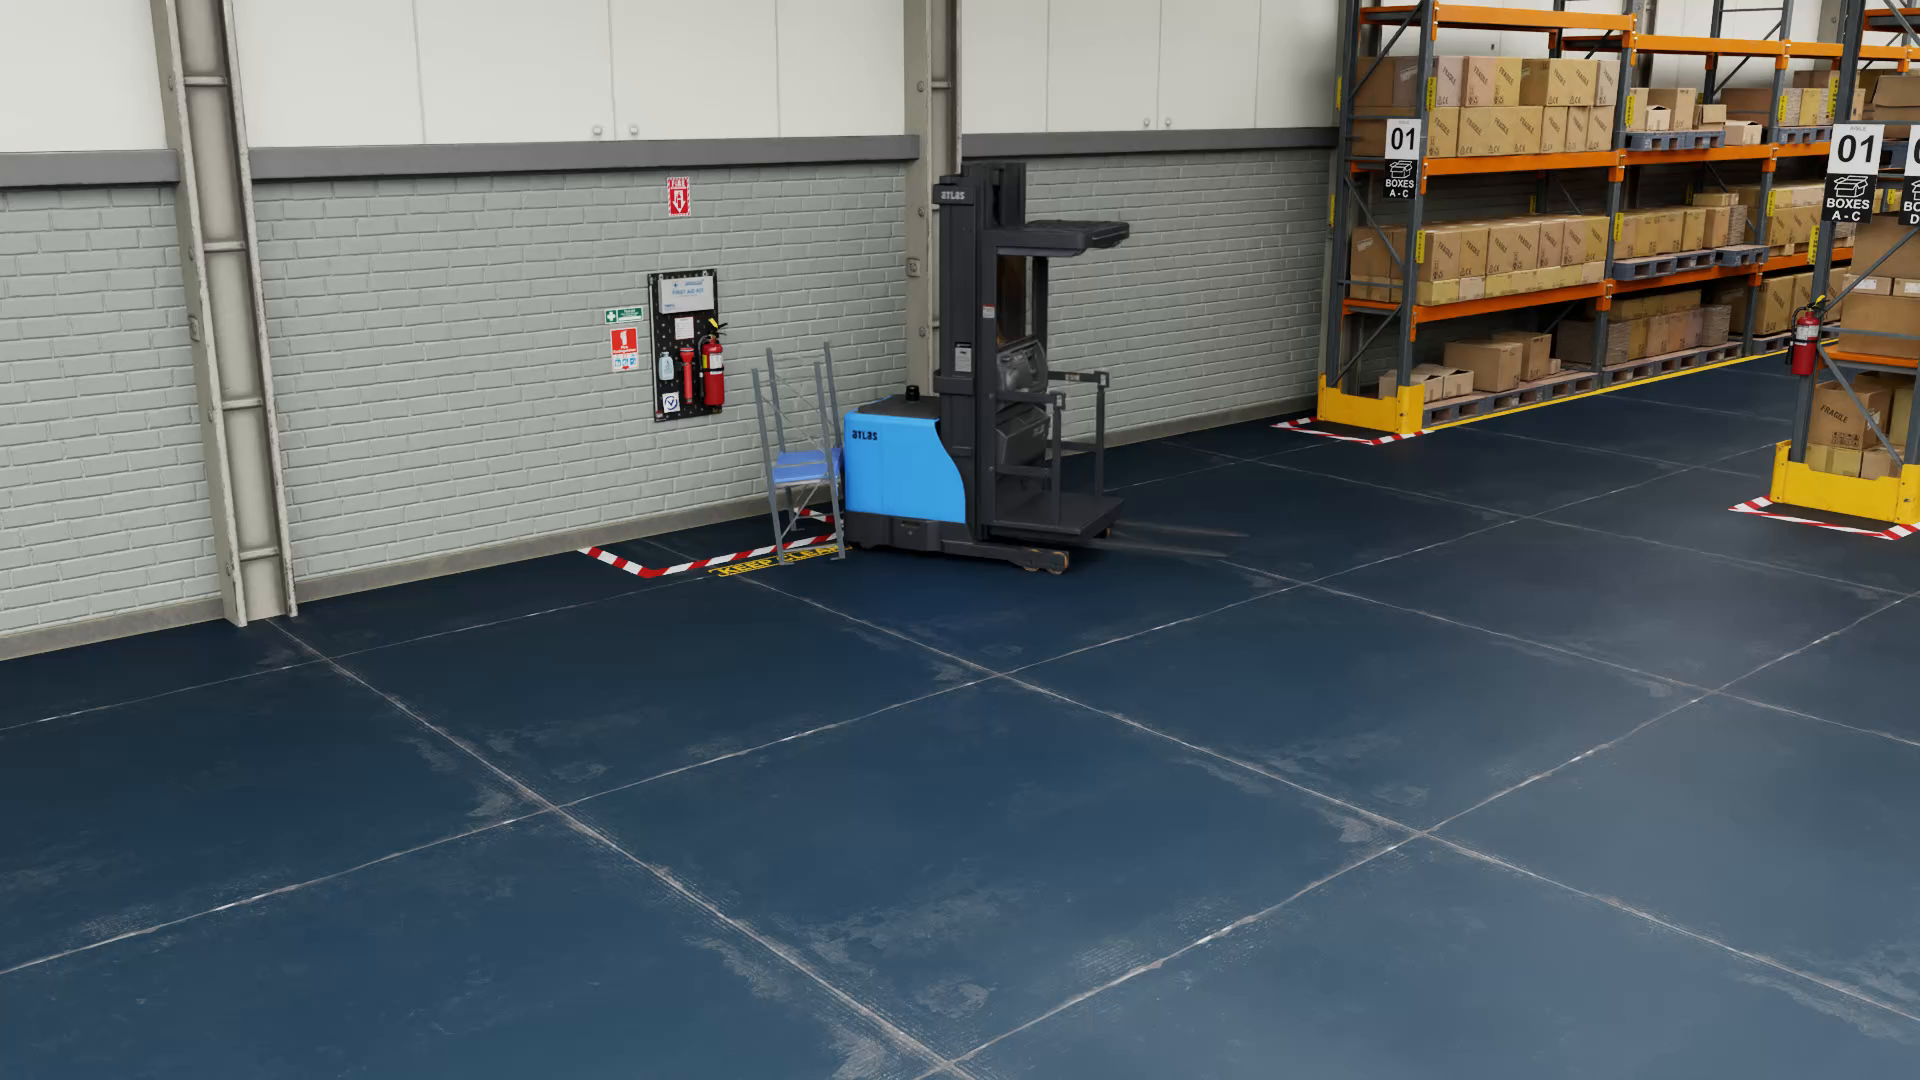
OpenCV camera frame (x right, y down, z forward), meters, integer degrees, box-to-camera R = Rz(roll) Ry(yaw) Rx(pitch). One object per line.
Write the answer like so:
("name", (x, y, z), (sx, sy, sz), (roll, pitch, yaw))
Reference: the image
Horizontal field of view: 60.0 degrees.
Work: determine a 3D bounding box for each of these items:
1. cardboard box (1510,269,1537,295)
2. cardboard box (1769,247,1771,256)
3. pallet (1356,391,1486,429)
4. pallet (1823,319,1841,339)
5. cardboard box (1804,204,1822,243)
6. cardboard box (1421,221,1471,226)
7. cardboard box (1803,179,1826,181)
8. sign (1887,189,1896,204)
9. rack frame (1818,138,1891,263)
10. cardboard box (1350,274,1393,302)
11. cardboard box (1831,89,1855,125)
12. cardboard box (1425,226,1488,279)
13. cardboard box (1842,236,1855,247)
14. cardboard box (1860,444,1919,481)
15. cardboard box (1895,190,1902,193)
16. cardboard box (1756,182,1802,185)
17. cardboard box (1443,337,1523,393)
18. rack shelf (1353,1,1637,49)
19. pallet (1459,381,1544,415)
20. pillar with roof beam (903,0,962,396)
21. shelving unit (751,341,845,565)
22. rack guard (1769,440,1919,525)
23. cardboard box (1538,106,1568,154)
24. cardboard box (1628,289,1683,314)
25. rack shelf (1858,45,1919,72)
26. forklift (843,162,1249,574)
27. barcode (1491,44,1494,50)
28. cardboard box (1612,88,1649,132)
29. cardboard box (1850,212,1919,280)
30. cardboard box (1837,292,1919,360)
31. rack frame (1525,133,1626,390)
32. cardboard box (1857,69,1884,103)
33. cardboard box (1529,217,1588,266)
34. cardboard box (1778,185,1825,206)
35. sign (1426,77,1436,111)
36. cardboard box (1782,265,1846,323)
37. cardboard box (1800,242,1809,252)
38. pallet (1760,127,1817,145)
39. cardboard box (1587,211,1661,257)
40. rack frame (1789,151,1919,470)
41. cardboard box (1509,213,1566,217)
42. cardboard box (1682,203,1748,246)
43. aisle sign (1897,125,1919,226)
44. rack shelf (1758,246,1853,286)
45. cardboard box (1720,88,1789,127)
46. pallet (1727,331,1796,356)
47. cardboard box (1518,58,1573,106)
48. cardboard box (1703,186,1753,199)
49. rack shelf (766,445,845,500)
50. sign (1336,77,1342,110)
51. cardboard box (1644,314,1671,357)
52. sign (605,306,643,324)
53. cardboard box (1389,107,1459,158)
("cardboard box", (6.065, -2.898, 18.538), (0.500, 0.250, 0.500), (-12, 19, -39))
("cardboard box", (10.771, -3.933, 22.609), (0.250, 0.149, 0.380), (-13, 20, -40))
("pallet", (5.029, -1.475, 18.363), (1.213, 0.211, 1.003), (-13, 19, -39))
("pallet", (12.855, -3.219, 24.892), (1.213, 0.211, 1.003), (-13, 19, -39))
("cardboard box", (11.681, -4.439, 23.246), (0.500, 0.500, 0.500), (-13, 20, -40))
("cardboard box", (5.325, -3.271, 18.483), (0.500, 0.500, 0.500), (-13, 20, -41))
("cardboard box", (12.870, -5.248, 24.824), (0.500, 0.250, 0.500), (-12, 19, -38))
("sign", (13.751, -5.129, 24.548), (0.005, 0.325, 0.100), (-13, 19, -39))
("rack frame", (13.388, -4.711, 25.076), (0.127, 3.000, 1.000), (-13, 19, -39))
("cardboard box", (4.561, -2.733, 17.920), (0.500, 0.250, 0.500), (-12, 19, -39))
("cardboard box", (12.274, -6.187, 23.741), (0.500, 0.500, 0.700), (-13, 20, -40))
("cardboard box", (5.272, -3.082, 17.776), (0.500, 0.500, 0.500), (-13, 19, -39))
("cardboard box", (12.758, -4.349, 24.166), (0.250, 0.149, 0.380), (-13, 19, -39))
("cardboard box", (8.140, -0.637, 14.336), (0.500, 0.250, 0.500), (-13, 19, -39))
("cardboard box", (14.362, -5.068, 25.828), (0.700, 0.700, 0.980), (-13, 20, -41))
("cardboard box", (11.708, -4.985, 23.837), (0.500, 0.250, 0.500), (-13, 20, -41))
("cardboard box", (5.933, -1.994, 18.895), (0.500, 0.500, 0.700), (-14, 21, -43))
("rack shelf", (5.844, -5.567, 18.053), (4.000, 0.370, 1.077), (-13, 19, -39))
("pallet", (5.948, -1.681, 19.133), (1.213, 0.211, 1.003), (-13, 19, -39))
("pillar with roof beam", (2.595, -4.009, 10.823), (0.400, 9.000, 9.100), (-13, 19, -39))
("shelving unit", (-1.200, -0.690, 12.840), (0.538, 1.500, 1.048), (-6, 15, 1))
("rack guard", (7.572, -0.503, 14.165), (0.348, 0.500, 1.175), (-13, 19, -39))
("cardboard box", (6.351, -4.545, 18.409), (0.500, 0.500, 0.500), (-14, 20, -41))
("cardboard box", (9.005, -3.096, 21.568), (0.500, 0.250, 0.500), (-13, 20, -40))
("rack shelf", (14.897, -7.408, 25.715), (4.000, 0.370, 1.077), (-13, 19, -39))
("forklift", (0.656, -1.317, 12.501), (3.031, 2.935, 1.130), (6, 16, 23))
("barcode", (6.022, -5.572, 18.802), (0.075, 0.075, 0.001), (-13, 19, -39))
("cardboard box", (7.818, -5.134, 19.837), (0.500, 0.500, 0.500), (-9, 18, -32))
("cardboard box", (7.990, -2.476, 13.998), (0.500, 0.500, 0.700), (-13, 19, -39))
("cardboard box", (7.950, -1.840, 14.131), (0.500, 0.500, 0.700), (-13, 19, -39))
("rack frame", (7.353, -3.356, 20.002), (0.127, 3.000, 1.000), (-13, 19, -39))
("cardboard box", (13.762, -6.865, 25.157), (0.500, 0.500, 0.500), (-13, 20, -40))
("cardboard box", (6.826, -3.430, 19.077), (0.500, 0.500, 0.500), (-13, 20, -40))
("cardboard box", (11.662, -4.801, 23.150), (0.500, 0.250, 0.500), (-12, 19, -39))
("sign", (4.691, -4.444, 16.570), (0.005, 0.325, 0.100), (-13, 19, -39))
("cardboard box", (12.314, -3.589, 24.226), (0.750, 0.750, 0.750), (-12, 19, -38))
("cardboard box", (11.723, -4.156, 23.445), (0.250, 0.149, 0.380), (-12, 19, -39))
("pallet", (10.821, -5.511, 22.624), (1.003, 0.211, 1.213), (-12, 19, -37))
("cardboard box", (8.185, -3.790, 20.580), (0.500, 0.500, 0.700), (-10, 18, -34))
("rack frame", (7.590, -1.715, 13.858), (0.127, 3.000, 1.000), (-13, 19, -39))
("cardboard box", (6.861, -3.617, 19.777), (0.500, 0.500, 0.500), (-13, 20, -41))
("cardboard box", (10.022, -4.213, 22.164), (0.700, 0.500, 0.500), (13, 20, 40))
("aisle sign", (7.741, -2.900, 13.257), (0.004, 0.787, 0.394), (-13, 19, -39))
("rack shelf", (11.879, -4.025, 23.900), (4.000, 0.370, 1.077), (-13, 19, -39))
("cardboard box", (10.691, -5.836, 22.426), (0.700, 0.500, 0.500), (14, 21, 43))
("pallet", (11.014, -2.806, 23.344), (1.213, 0.211, 1.003), (-13, 19, -39))
("cardboard box", (6.359, -5.023, 18.261), (0.500, 0.500, 0.500), (-14, 20, -41))
("cardboard box", (10.542, -4.725, 22.865), (0.500, 0.250, 0.500), (-12, 19, -38))
("rack shelf", (-1.181, -0.518, 12.886), (0.538, 0.185, 1.000), (-6, 15, 1))
("sign", (3.986, -4.667, 17.381), (0.005, 0.325, 0.100), (-13, 19, -39))
("cardboard box", (8.665, -2.665, 21.406), (0.500, 0.500, 0.700), (-12, 19, -39))
("sign", (-2.596, -1.737, 12.843), (0.331, 0.109, 0.001), (-13, 19, -39))
("cardboard box", (4.752, -4.194, 17.093), (0.500, 0.500, 0.500), (-12, 19, -38))
